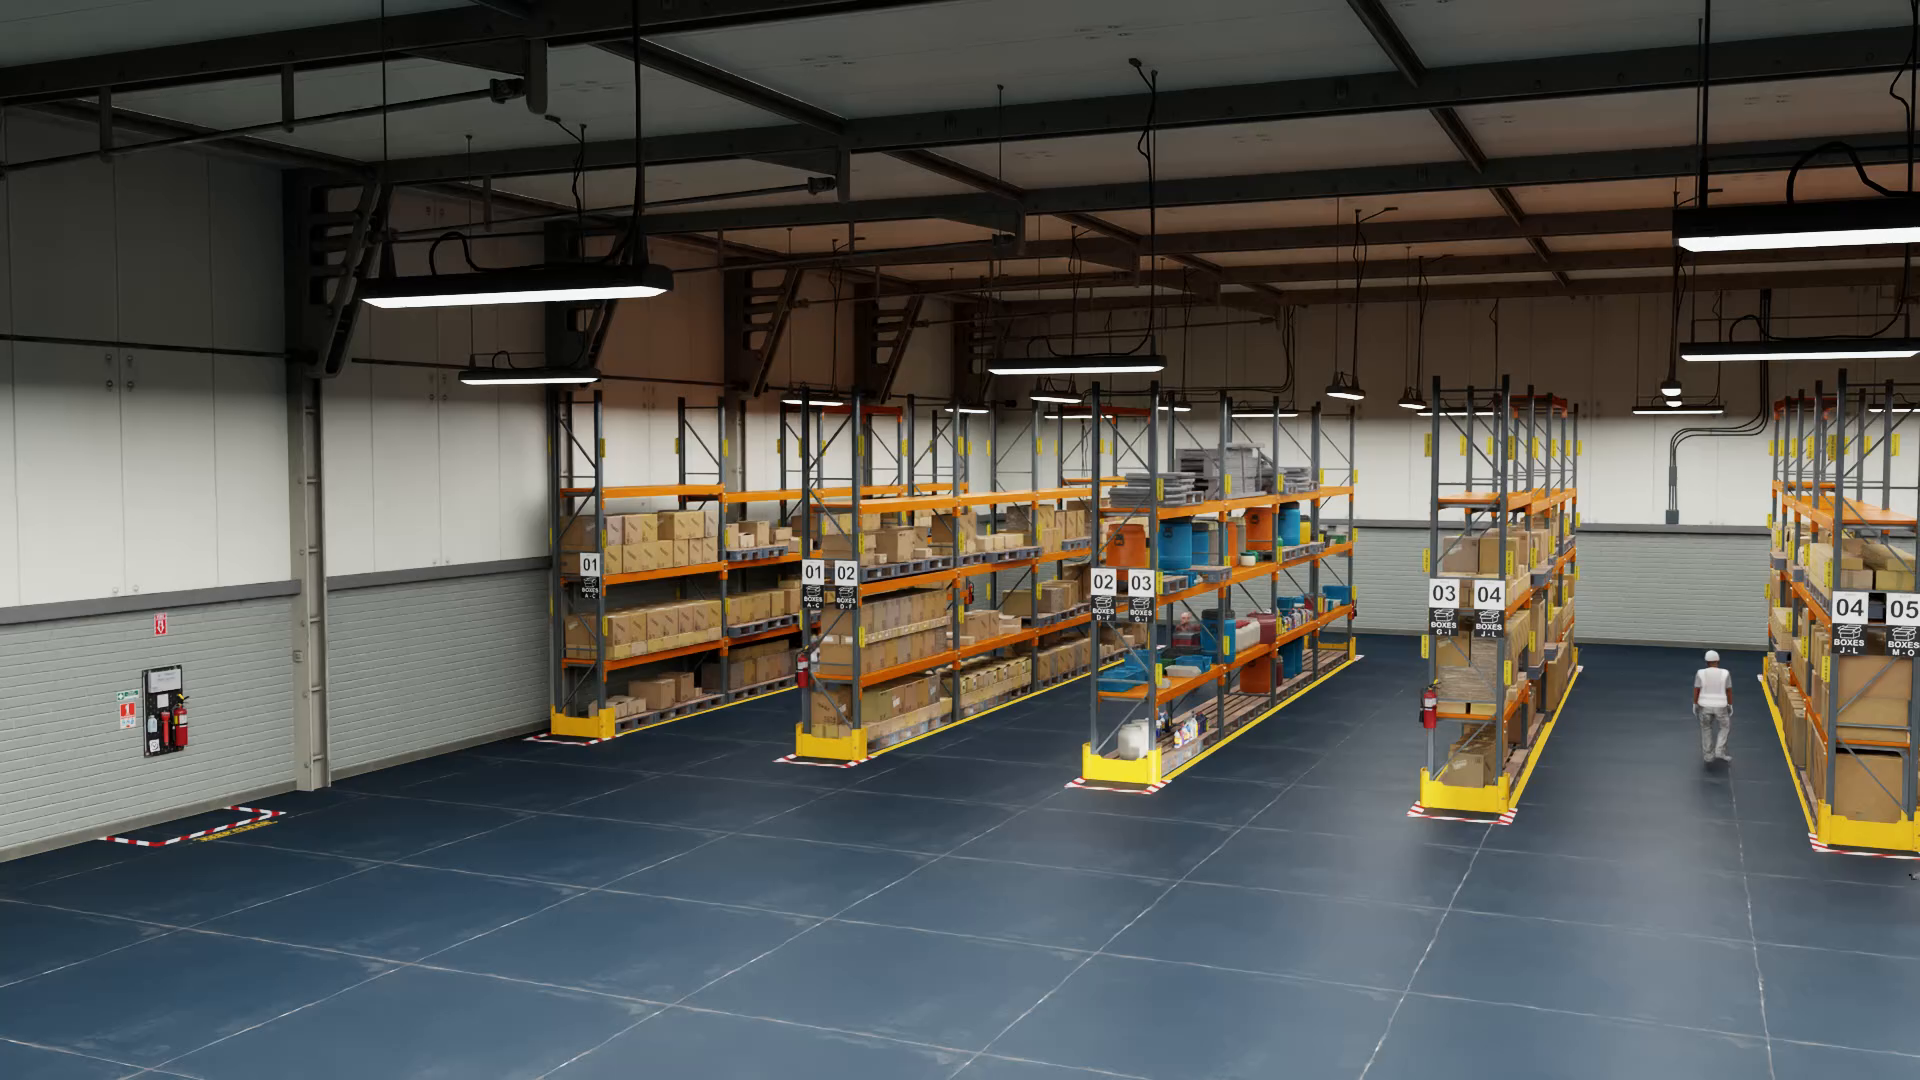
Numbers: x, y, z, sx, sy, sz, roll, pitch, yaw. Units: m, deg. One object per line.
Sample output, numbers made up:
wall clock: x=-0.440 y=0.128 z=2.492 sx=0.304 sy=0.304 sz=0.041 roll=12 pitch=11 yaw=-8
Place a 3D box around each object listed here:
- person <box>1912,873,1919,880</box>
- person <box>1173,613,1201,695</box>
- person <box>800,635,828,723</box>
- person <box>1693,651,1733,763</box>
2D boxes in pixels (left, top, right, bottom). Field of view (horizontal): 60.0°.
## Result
person: x=11.470 y=3.058 z=18.991 sx=0.576 sy=1.741 sz=0.924 roll=-3 pitch=4 yaw=-41
person: x=4.661 y=2.305 z=33.720 sx=0.752 sy=1.689 sz=0.630 roll=2 pitch=4 yaw=34
person: x=-2.624 y=2.513 z=30.188 sx=0.479 sy=1.628 sz=0.928 roll=0 pitch=3 yaw=8
person: x=11.986 y=2.655 z=26.468 sx=0.583 sy=1.784 sz=0.553 roll=1 pitch=3 yaw=23
